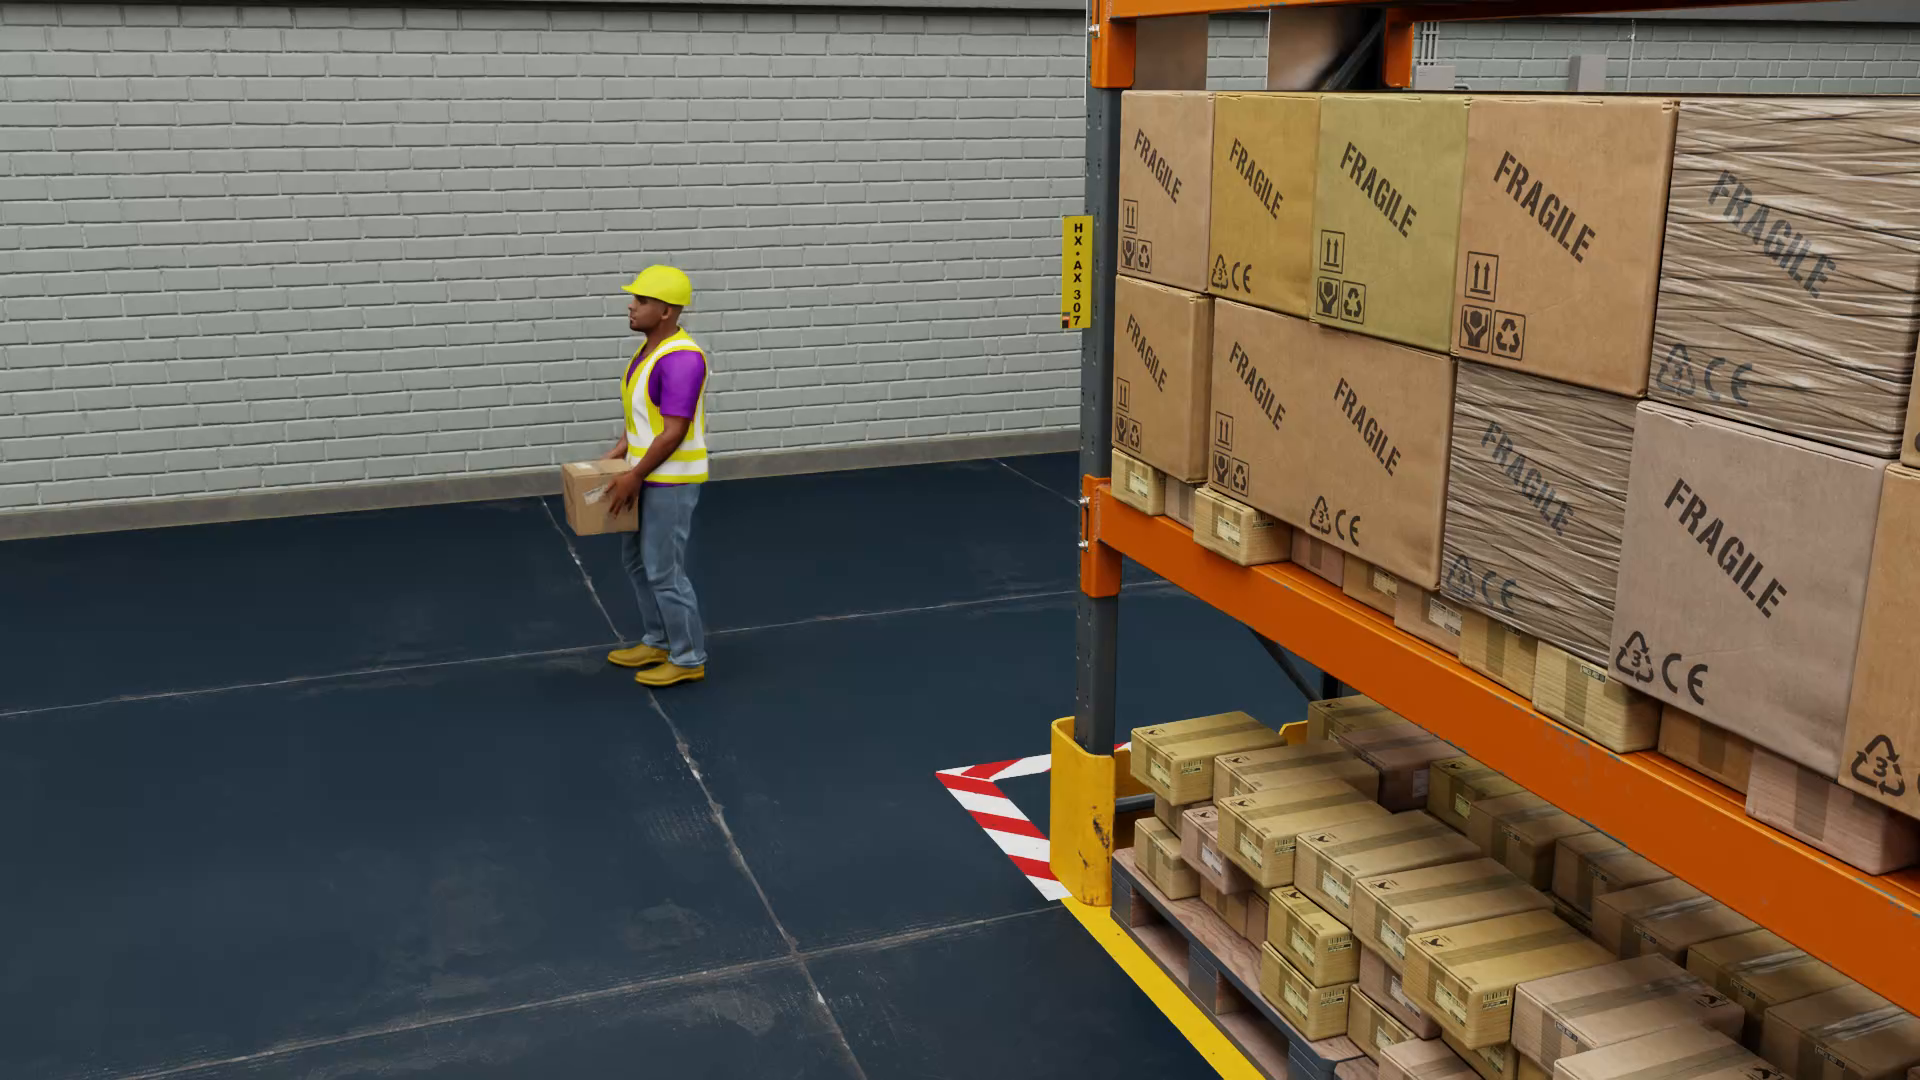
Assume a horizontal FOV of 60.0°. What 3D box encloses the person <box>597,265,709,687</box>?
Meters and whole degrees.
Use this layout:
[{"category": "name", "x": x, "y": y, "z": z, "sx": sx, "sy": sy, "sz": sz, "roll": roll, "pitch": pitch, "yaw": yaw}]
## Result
[{"category": "person", "x": -1.280, "y": -0.255, "z": 6.909, "sx": 0.466, "sy": 1.762, "sz": 0.607, "roll": -6, "pitch": 17, "yaw": -21}]
